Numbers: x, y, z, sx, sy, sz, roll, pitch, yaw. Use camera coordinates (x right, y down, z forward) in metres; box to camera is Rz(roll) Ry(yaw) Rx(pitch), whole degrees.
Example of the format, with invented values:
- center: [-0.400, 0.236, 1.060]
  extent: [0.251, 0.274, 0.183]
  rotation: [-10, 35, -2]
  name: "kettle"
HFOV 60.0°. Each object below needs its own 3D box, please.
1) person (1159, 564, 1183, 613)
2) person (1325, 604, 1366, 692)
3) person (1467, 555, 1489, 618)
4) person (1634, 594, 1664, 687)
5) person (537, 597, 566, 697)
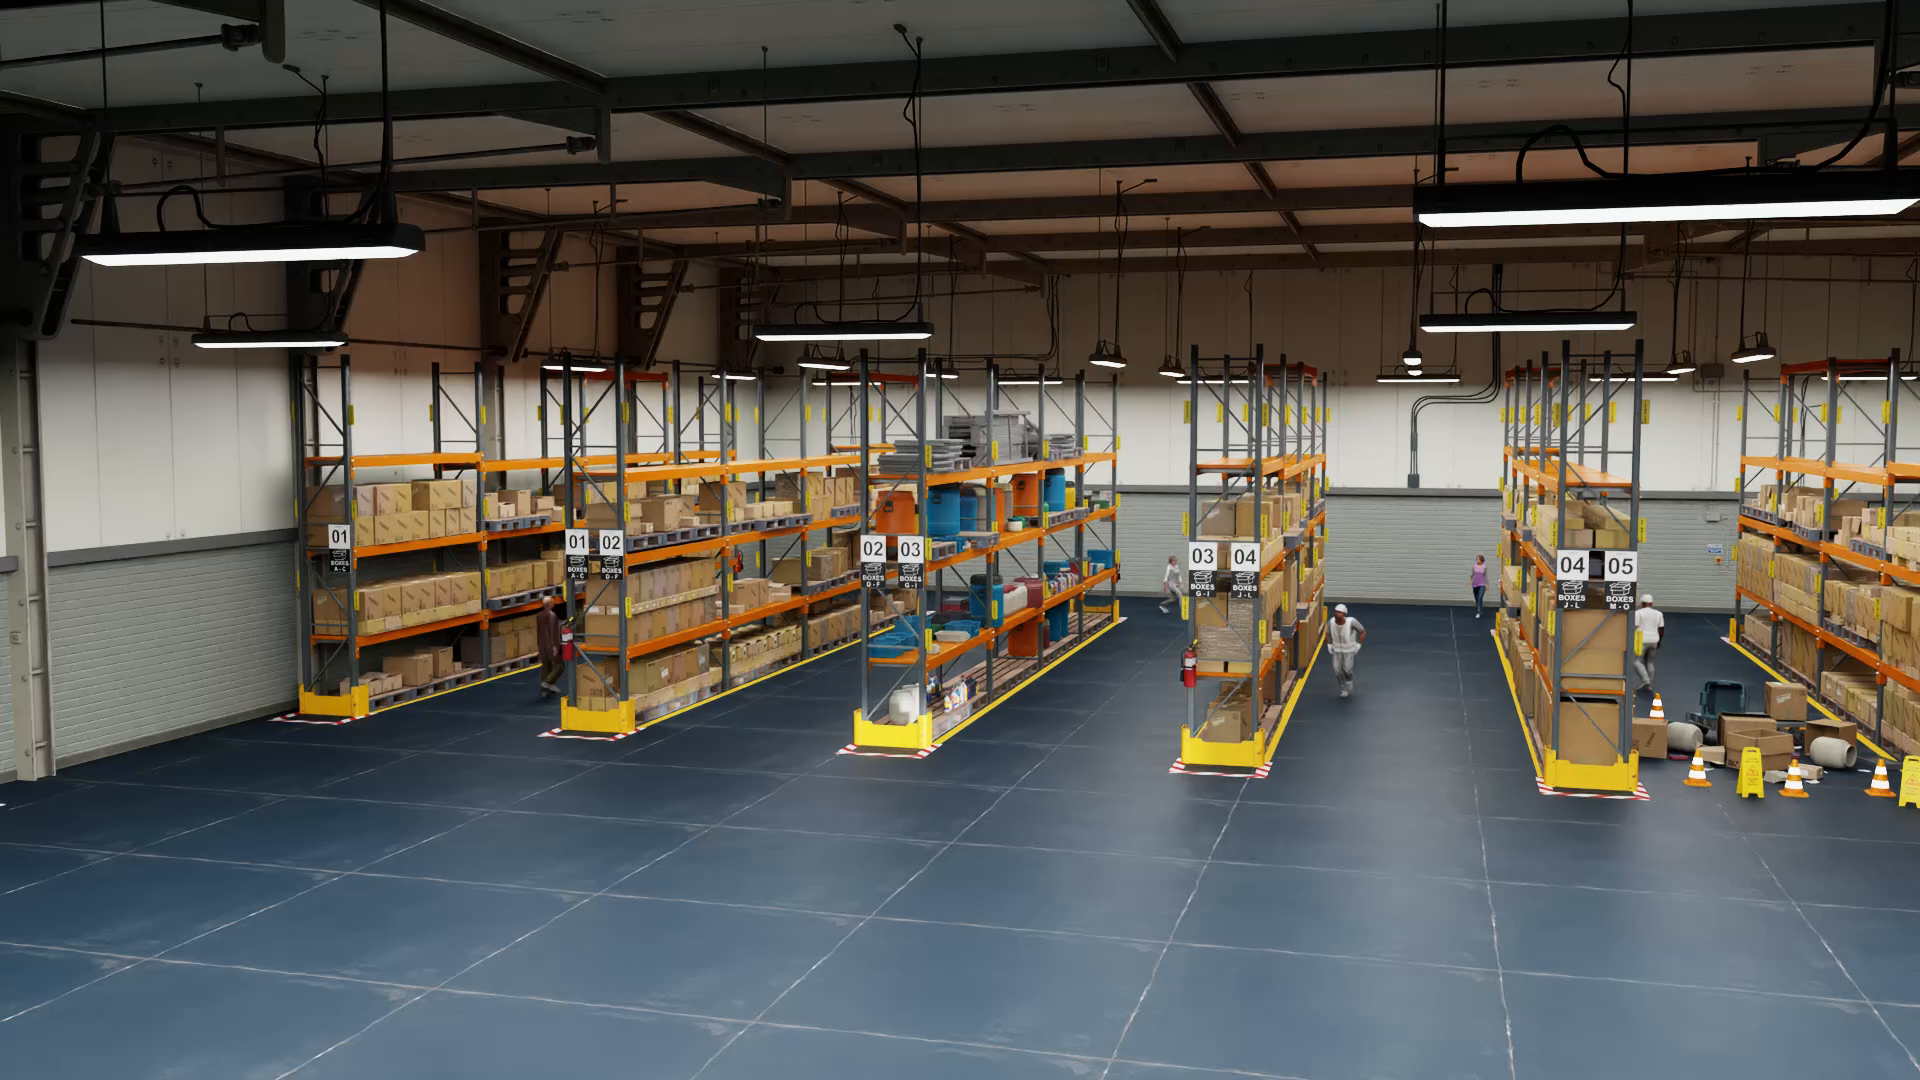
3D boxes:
- center: [5.390, 1.241, 41.600]
  extent: [0.990, 1.274, 0.404]
  rotation: [3, 5, 37]
  name: "person"
- center: [6.820, 1.926, 29.450]
  extent: [0.727, 1.620, 0.628]
  rotation: [2, 5, 24]
  name: "person"
- center: [12.819, 1.132, 41.134]
  extent: [0.465, 1.541, 0.968]
  rotation: [3, 5, 32]
  name: "person"
- center: [12.514, 1.841, 30.292]
  extent: [0.649, 1.679, 0.616]
  rotation: [-1, 4, -7]
  name: "person"
- center: [-7.329, 1.897, 29.548]
  extent: [0.626, 1.770, 0.571]
  rotation: [2, 5, 25]
  name: "person"
